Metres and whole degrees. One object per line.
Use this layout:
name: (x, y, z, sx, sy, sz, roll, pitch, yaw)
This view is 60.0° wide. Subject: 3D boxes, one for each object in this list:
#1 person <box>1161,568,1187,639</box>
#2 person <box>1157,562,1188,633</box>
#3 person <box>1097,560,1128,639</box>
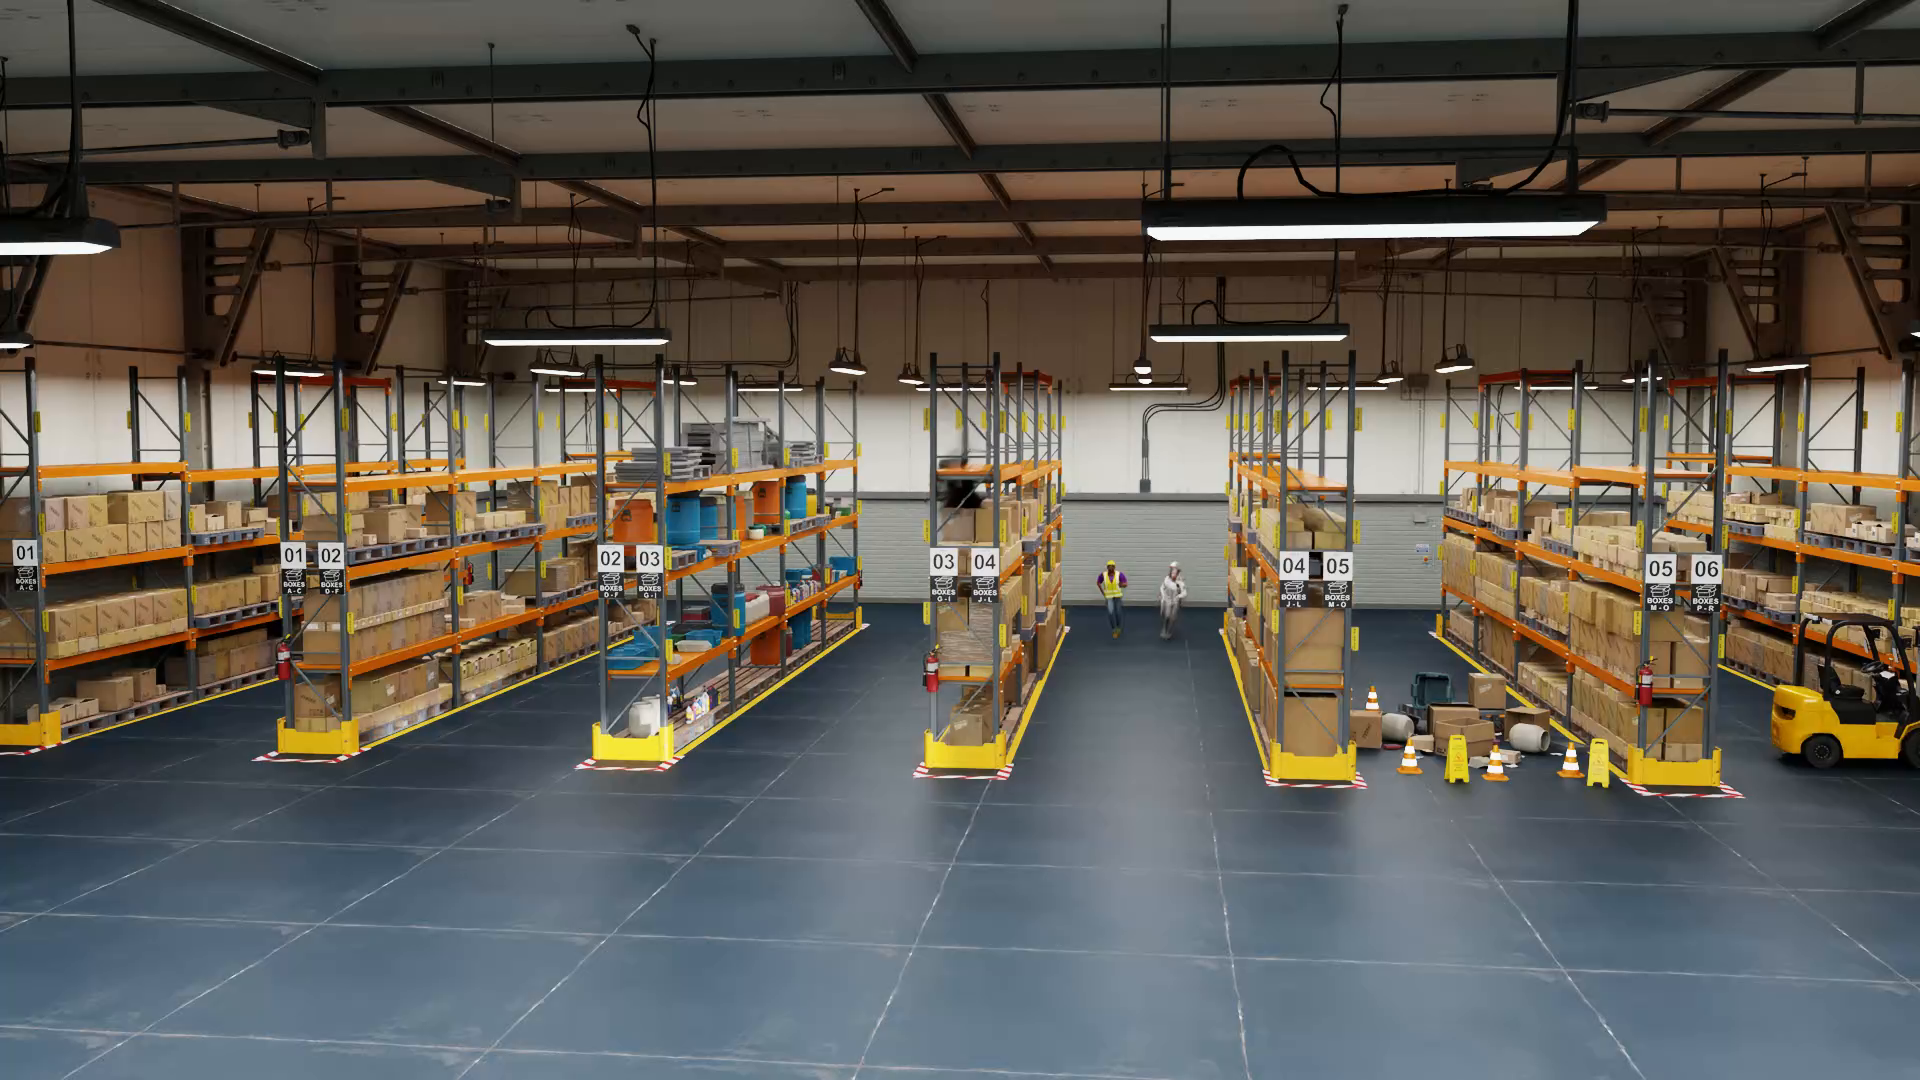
person: (4.905, 1.458, 38.235, 0.604, 1.660, 0.623, 1, 4, 11)
person: (4.982, 1.373, 39.285, 0.712, 1.710, 0.511, 4, 5, 42)
person: (3.569, 1.368, 38.875, 0.696, 1.800, 0.760, 0, 4, 0)
